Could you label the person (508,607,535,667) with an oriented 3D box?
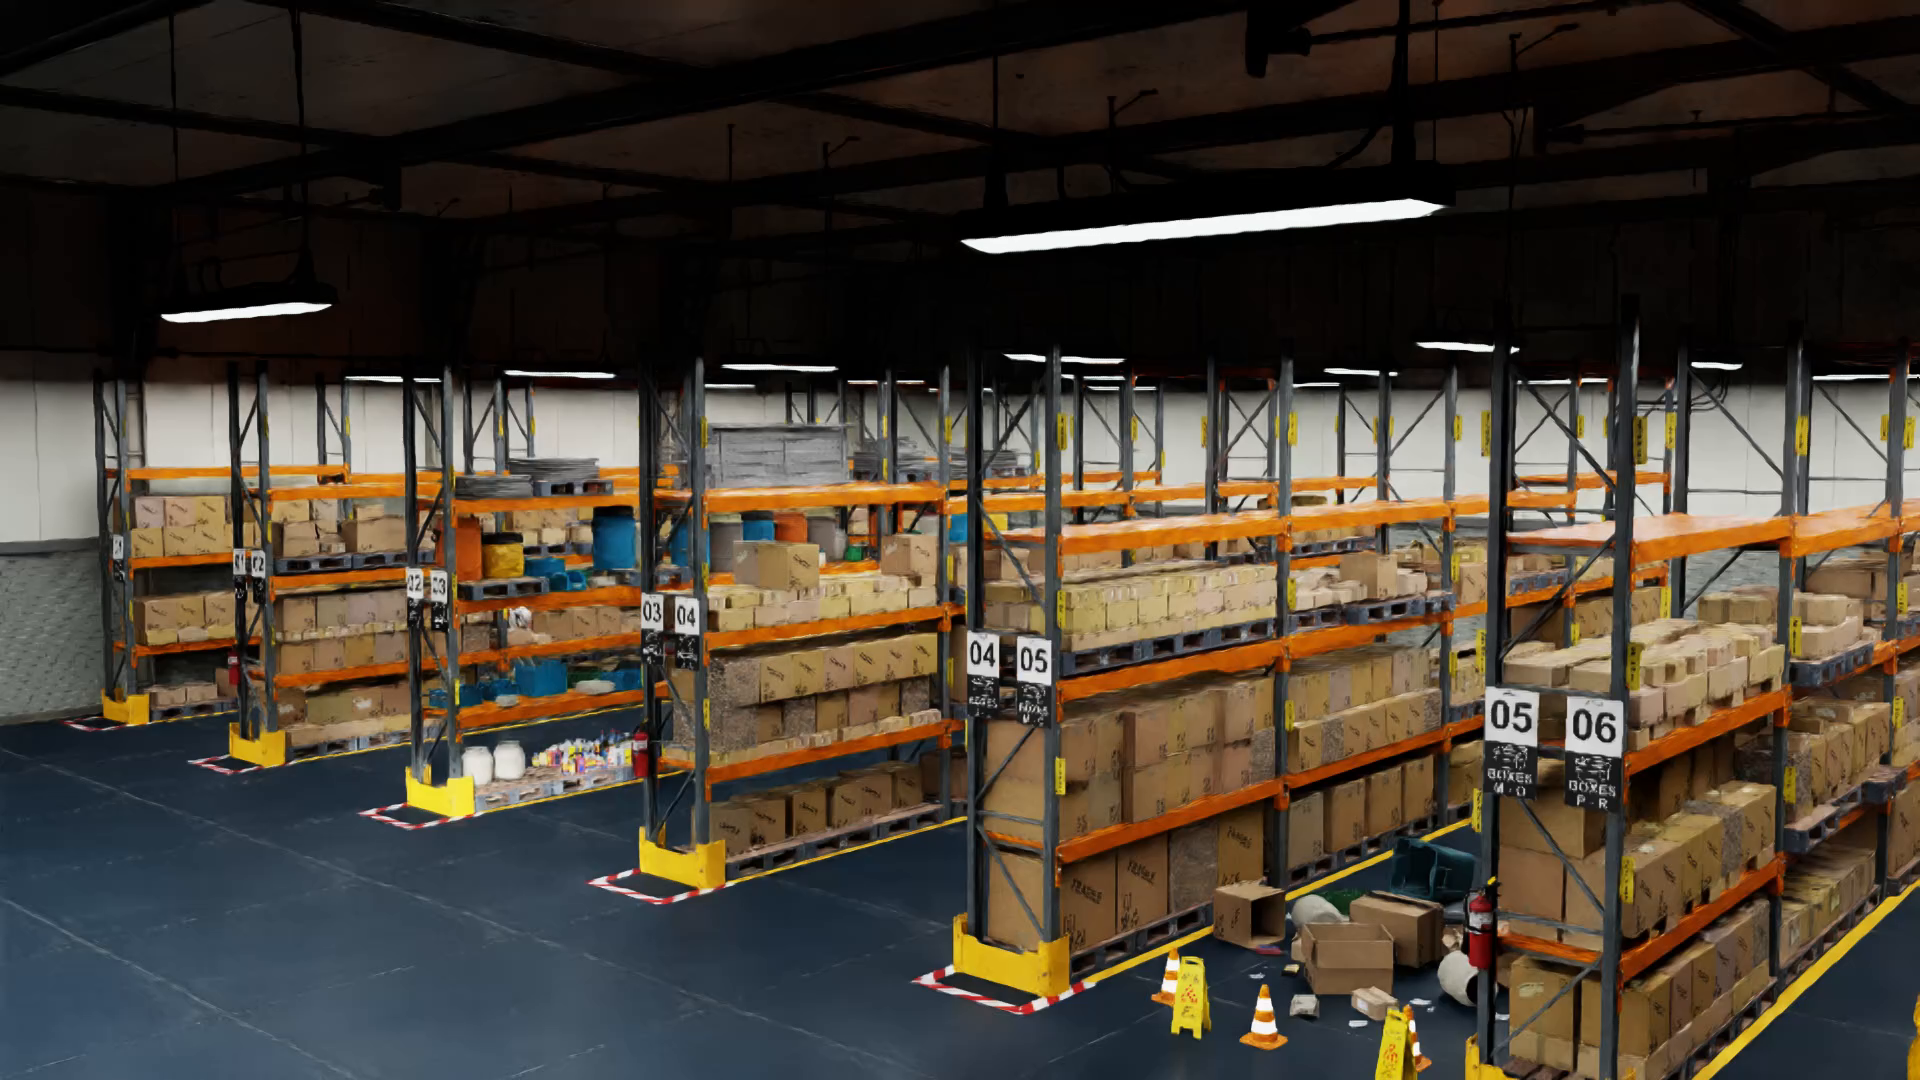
[{"bbox_3d":[-8.633,1.905,32.722,0.682,1.710,0.542,3,5,39],"label":"person"}]
